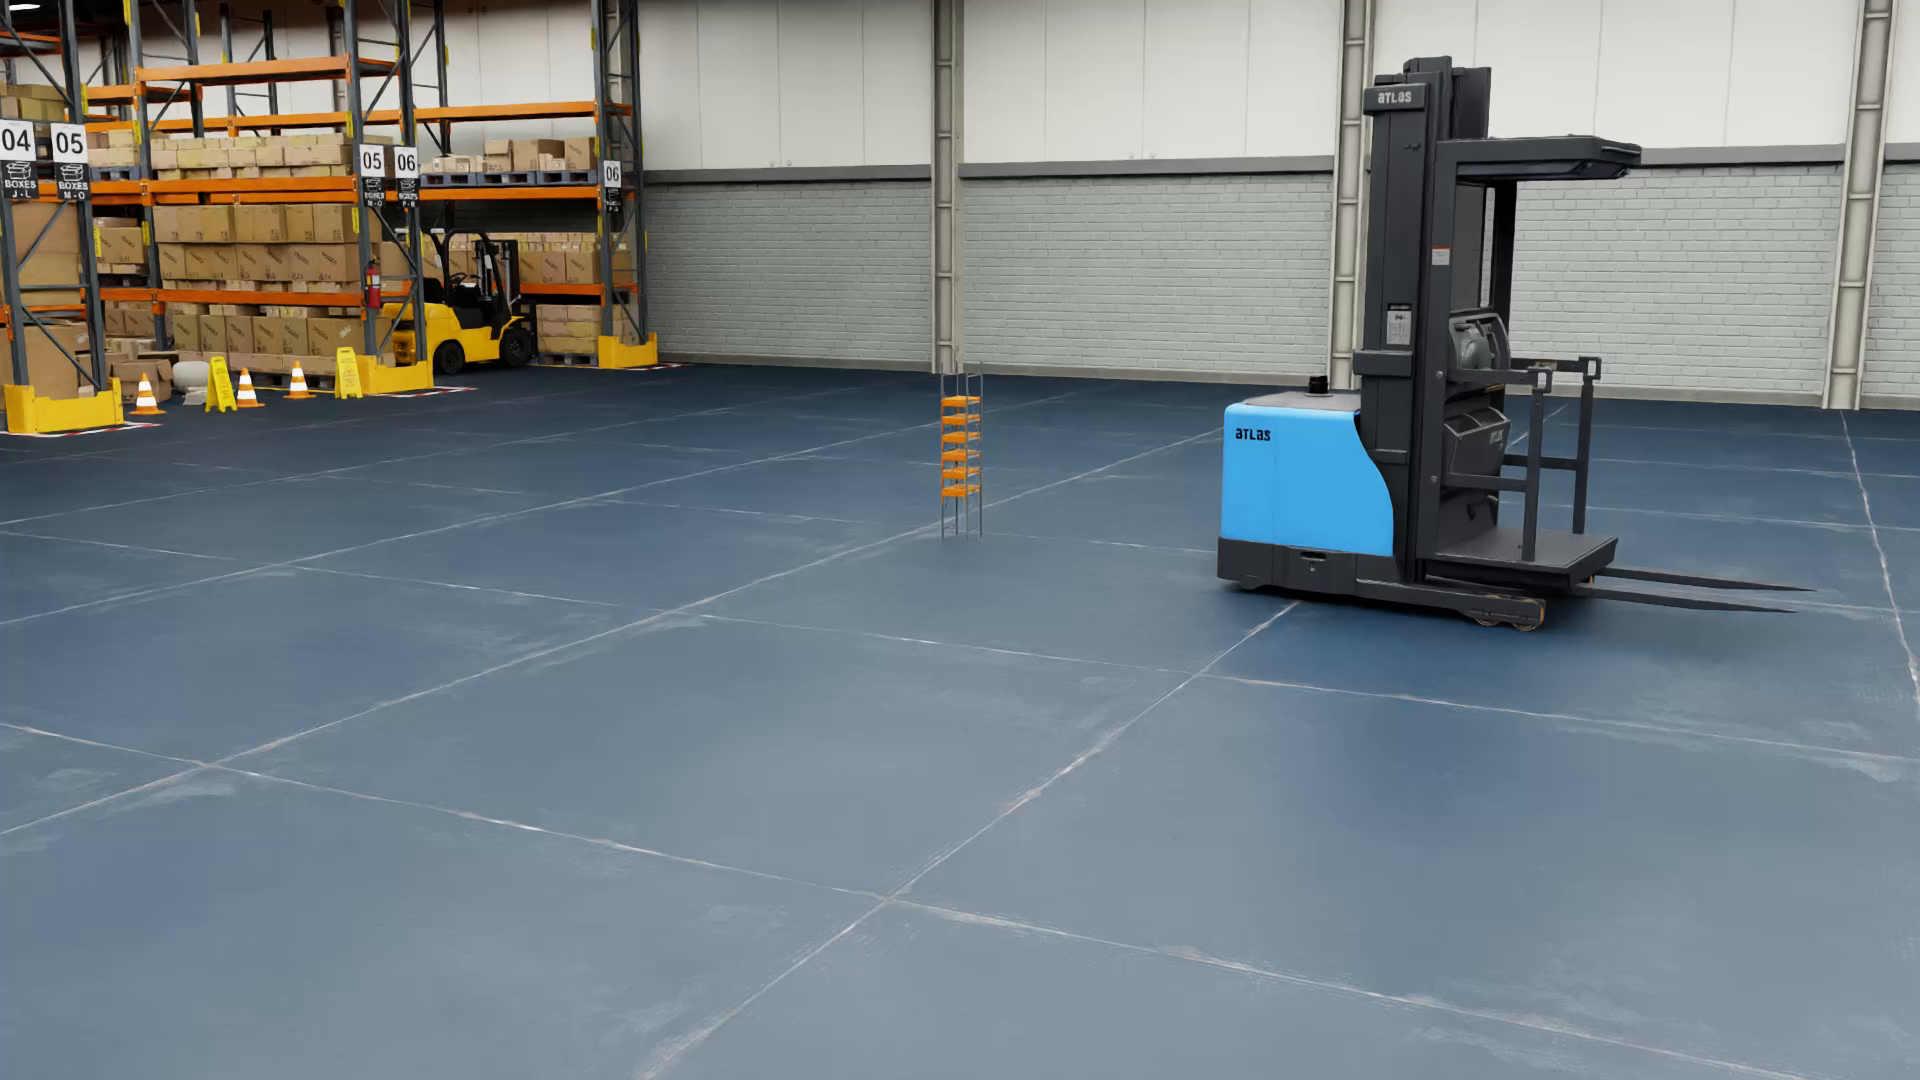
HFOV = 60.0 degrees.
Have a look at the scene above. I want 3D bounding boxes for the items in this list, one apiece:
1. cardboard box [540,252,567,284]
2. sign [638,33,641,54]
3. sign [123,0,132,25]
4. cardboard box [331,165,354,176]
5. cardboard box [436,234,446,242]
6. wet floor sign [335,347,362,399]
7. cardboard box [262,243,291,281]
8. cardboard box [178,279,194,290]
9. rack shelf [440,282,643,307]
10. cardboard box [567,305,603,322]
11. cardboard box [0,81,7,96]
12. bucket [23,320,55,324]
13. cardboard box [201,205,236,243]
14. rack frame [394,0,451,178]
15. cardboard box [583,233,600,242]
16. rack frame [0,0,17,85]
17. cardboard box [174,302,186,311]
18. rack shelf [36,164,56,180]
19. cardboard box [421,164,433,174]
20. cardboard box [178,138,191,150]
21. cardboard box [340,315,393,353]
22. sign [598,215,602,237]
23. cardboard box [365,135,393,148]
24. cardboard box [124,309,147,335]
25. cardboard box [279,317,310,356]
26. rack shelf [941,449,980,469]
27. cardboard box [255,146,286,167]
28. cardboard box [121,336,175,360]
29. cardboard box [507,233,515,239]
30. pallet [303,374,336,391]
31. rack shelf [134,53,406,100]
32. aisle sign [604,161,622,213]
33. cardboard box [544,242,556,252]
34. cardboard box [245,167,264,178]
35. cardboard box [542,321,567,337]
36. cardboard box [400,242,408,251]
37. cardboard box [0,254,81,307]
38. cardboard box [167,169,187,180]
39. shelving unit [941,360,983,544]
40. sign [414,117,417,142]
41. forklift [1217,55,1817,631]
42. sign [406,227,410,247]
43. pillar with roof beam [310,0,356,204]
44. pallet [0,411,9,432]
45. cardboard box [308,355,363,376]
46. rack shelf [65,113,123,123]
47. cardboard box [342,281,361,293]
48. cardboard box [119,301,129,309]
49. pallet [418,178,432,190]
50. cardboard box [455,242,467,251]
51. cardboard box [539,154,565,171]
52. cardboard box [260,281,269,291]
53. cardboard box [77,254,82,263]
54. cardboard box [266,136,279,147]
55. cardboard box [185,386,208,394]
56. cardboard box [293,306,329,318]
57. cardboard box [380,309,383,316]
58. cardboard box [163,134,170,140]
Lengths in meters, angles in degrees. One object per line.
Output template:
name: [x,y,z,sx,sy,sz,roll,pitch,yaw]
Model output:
cardboard box: [-6.360,-4.367,26.657,0.500,0.500,0.500,5,12,28]
sign: [-5.090,-7.857,26.305,0.005,0.325,0.100,5,11,26]
sign: [-11.362,-7.201,22.685,0.005,0.325,0.100,5,11,26]
cardboard box: [-7.978,-4.822,21.731,0.250,0.149,0.380,5,11,26]
cardboard box: [-8.492,-5.033,27.679,0.250,0.149,0.380,5,11,27]
wet floor sign: [-7.837,-2.141,21.250,0.267,0.644,0.232,-10,14,-43]
cardboard box: [-9.037,-3.760,22.468,0.500,0.500,0.500,5,11,26]
cardboard box: [-10.731,-3.590,23.347,0.250,0.149,0.380,5,12,27]
rack shelf: [-7.135,-4.082,27.384,4.000,0.370,1.077,5,11,26]
cardboard box: [-5.892,-3.611,26.493,0.500,0.250,0.500,5,12,28]
cardboard box: [-10.086,-4.660,17.141,0.250,0.149,0.380,5,11,26]
bucket: [-12.079,-2.497,21.528,0.726,0.611,0.620,-10,4,-43]
cardboard box: [-9.936,-4.332,22.818,0.500,0.500,0.700,5,11,25]
rack frame: [-8.929,-7.546,27.657,0.127,3.000,1.000,5,11,26]
cardboard box: [-5.756,-4.788,26.326,0.250,0.149,0.380,5,11,26]
rack frame: [-14.709,-7.068,25.016,0.127,3.000,1.000,5,11,26]
cardboard box: [-14.247,-4.312,30.654,0.250,0.149,0.380,4,11,23]
rack shelf: [-11.428,-3.967,18.323,4.000,0.370,1.077,5,11,26]
cardboard box: [-8.661,-6.118,27.436,0.250,0.149,0.380,5,12,27]
cardboard box: [-10.505,-5.431,22.858,0.250,0.149,0.380,5,11,24]
cardboard box: [-8.157,-2.818,22.813,0.500,0.500,0.500,5,11,24]
sign: [-5.594,-4.880,25.852,0.005,0.325,0.100,5,11,26]
cardboard box: [-7.763,-5.291,22.086,0.250,0.149,0.380,5,11,25]
cardboard box: [-15.287,-4.087,31.227,0.500,0.500,0.500,5,11,25]
cardboard box: [-8.838,-2.770,22.551,0.500,0.500,0.500,6,12,28]
rack shelf: [0.013,-0.546,11.125,0.180,0.103,0.258,5,11,26]
cardboard box: [-9.030,-5.112,22.214,0.500,0.250,0.500,5,12,27]
cardboard box: [-11.593,-2.755,24.232,0.625,0.372,0.950,5,11,27]
cardboard box: [-7.134,-4.908,26.989,0.250,0.149,0.380,5,11,27]
pallet: [-8.315,-2.189,22.734,1.213,0.211,1.003,5,11,26]
rack shelf: [-9.328,-6.240,22.468,4.000,0.370,1.077,5,11,26]
aisle sign: [-5.412,-5.506,25.930,0.004,0.787,0.394,5,11,26]
cardboard box: [-6.442,-4.697,26.656,0.250,0.149,0.380,5,11,25]
cardboard box: [-9.375,-4.936,22.361,0.250,0.149,0.380,5,11,25]
cardboard box: [-6.361,-3.408,26.776,0.500,0.250,0.500,5,11,25]
cardboard box: [-9.333,-4.954,28.077,0.250,0.149,0.380,5,12,28]
cardboard box: [-9.987,-2.783,17.764,0.550,0.550,0.875,5,11,26]
cardboard box: [-10.742,-5.060,23.047,0.250,0.149,0.380,5,11,26]
shelving unit: [0.013,-0.589,11.117,0.189,1.200,0.258,5,11,26]
sign: [-7.294,-5.479,22.201,0.005,0.325,0.100,5,11,26]
forklift: [2.997,-1.077,8.953,3.031,2.935,1.130,7,12,34]
sign: [-9.160,-5.037,27.612,0.005,0.325,0.100,5,11,26]
pillar with roof beam: [-12.853,-7.215,25.827,0.548,9.000,9.100,5,11,26]
pallet: [-10.386,-1.366,18.183,1.213,0.211,1.003,5,11,26]
cardboard box: [-8.400,-2.362,22.400,0.500,0.250,0.500,5,11,26]
rack shelf: [-17.896,-7.978,32.075,4.000,0.370,1.077,5,11,26]
cardboard box: [-7.964,-3.357,22.064,0.250,0.149,0.380,5,12,28]
cardboard box: [-15.616,-4.440,31.358,0.250,0.149,0.380,5,11,24]
pallet: [-9.725,-6.043,28.313,1.217,0.209,0.805,5,11,24]
cardboard box: [-8.092,-4.828,27.380,0.250,0.149,0.380,5,12,27]
cardboard box: [-6.446,-5.981,26.351,0.258,0.266,0.396,5,11,26]
cardboard box: [-9.327,-3.481,22.747,0.250,0.149,0.380,5,11,26]
cardboard box: [-12.543,-4.283,24.180,0.500,0.500,0.500,5,12,28]
cardboard box: [-9.064,-5.327,22.285,0.250,0.149,0.380,5,11,24]
cardboard box: [-9.603,-1.864,21.109,0.380,0.149,0.250,-7,12,-33]
cardboard box: [-8.727,-3.067,22.370,0.250,0.149,0.380,5,12,27]
cardboard box: [-9.401,-3.671,28.582,0.625,0.625,0.875,6,12,28]
cardboard box: [-11.920,-5.804,24.290,0.500,0.250,0.500,5,11,25]
